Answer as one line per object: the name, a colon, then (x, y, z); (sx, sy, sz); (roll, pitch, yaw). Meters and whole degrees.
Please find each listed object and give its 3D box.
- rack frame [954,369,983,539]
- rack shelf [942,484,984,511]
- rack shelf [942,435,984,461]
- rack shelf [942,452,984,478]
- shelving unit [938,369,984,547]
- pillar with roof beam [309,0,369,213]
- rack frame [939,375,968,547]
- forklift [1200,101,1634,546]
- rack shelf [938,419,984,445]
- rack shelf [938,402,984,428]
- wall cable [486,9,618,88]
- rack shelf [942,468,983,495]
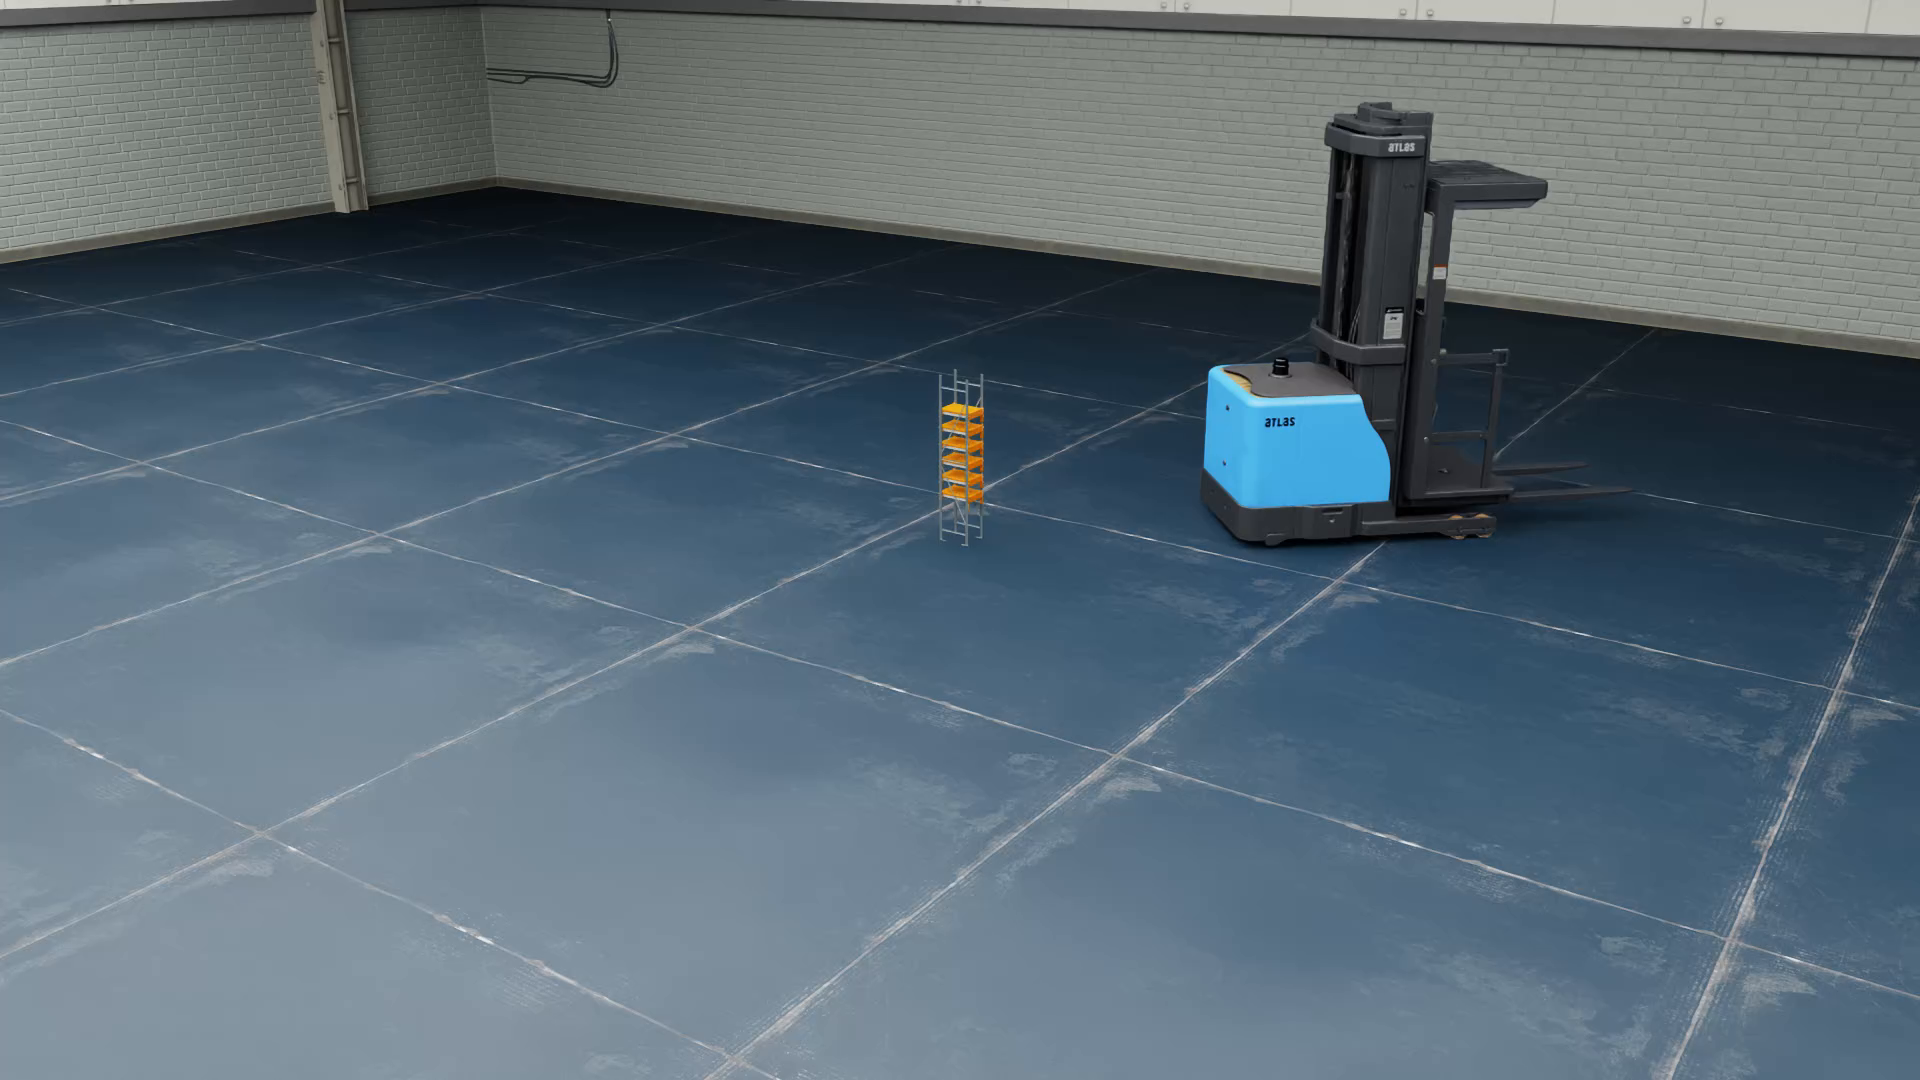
rack frame: (0.060, -0.593, 11.639); (0.240, 1.200, 0.006); (13, 24, 32)
rack shelf: (0.008, -0.300, 11.667); (0.258, 0.103, 0.180); (13, 24, 32)
rack shelf: (0.008, -0.638, 11.542); (0.258, 0.103, 0.180); (13, 24, 32)
rack shelf: (0.008, -0.525, 11.583); (0.258, 0.103, 0.180); (13, 24, 32)
shelving unit: (0.008, -0.567, 11.568); (0.258, 1.200, 0.189); (13, 24, 32)
pillar with roof beam: (-5.713, -8.405, 21.517); (9.100, 9.000, 0.400); (13, 24, 32)
rack frame: (-0.043, -0.541, 11.497); (0.240, 1.200, 0.006); (13, 24, 32)
forklift: (3.356, -1.557, 11.750); (3.031, 2.935, 1.130); (-3, 21, -9)
rack shelf: (0.008, -0.750, 11.500); (0.258, 0.103, 0.180); (13, 24, 32)
rack shelf: (0.008, -0.863, 11.459); (0.258, 0.103, 0.180); (13, 24, 32)
wall cable: (-6.523, -8.376, 25.913); (3.097, 2.526, 0.112); (13, 24, 32)
rack shelf: (0.008, -0.413, 11.625); (0.258, 0.103, 0.180); (13, 24, 32)
